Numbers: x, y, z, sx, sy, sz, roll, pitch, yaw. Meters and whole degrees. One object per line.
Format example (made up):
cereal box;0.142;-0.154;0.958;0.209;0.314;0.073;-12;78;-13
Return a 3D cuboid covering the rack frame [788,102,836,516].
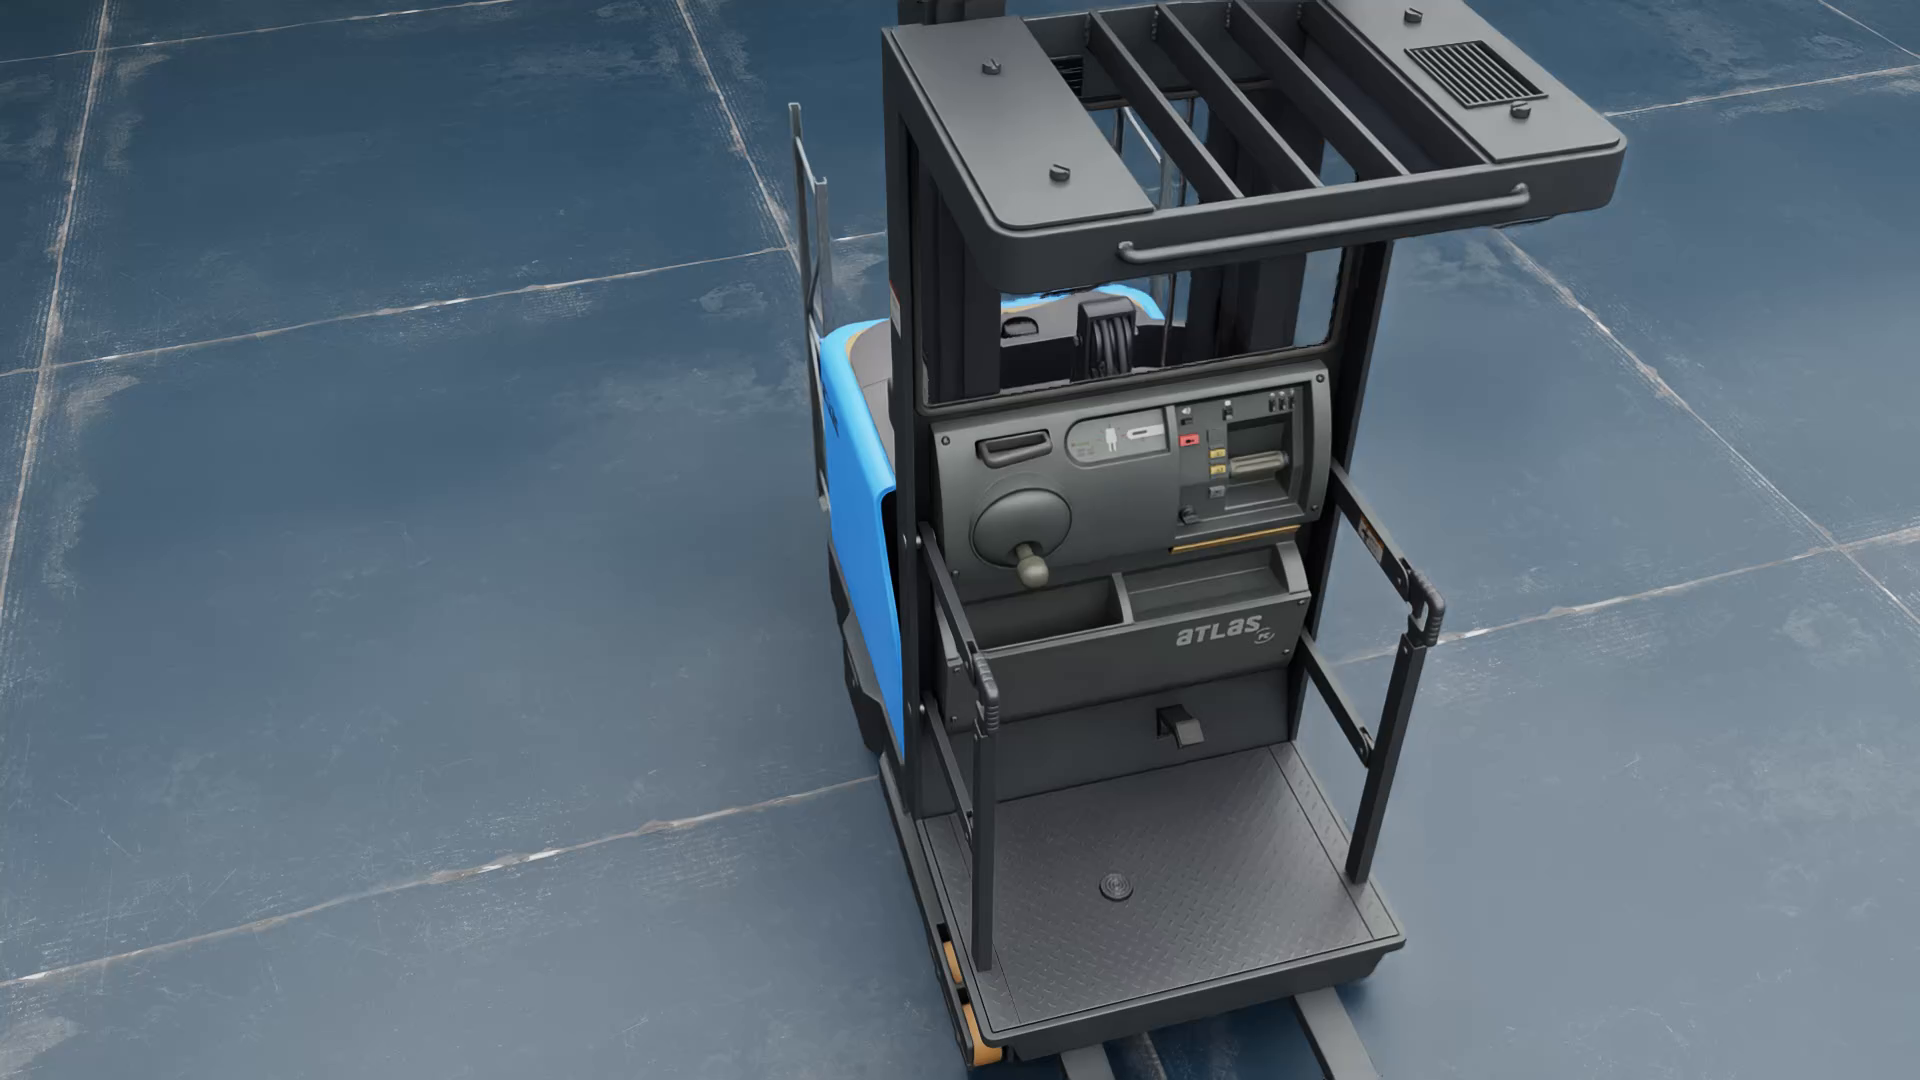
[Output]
rack frame;-0.440;-0.581;5.275;0.032;1.500;0.500;-9;42;-10

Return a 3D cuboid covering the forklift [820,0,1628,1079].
forklift;0.458;-0.063;3.594;1.130;2.935;3.031;-10;42;-11

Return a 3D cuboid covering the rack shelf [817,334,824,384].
rack shelf;0.055;-0.522;5.481;1.000;0.185;0.538;-9;42;-10

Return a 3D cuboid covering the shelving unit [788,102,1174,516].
shelving unit;0.055;-0.657;5.363;1.048;1.500;0.538;-9;42;-10

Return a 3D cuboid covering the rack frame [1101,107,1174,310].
rack frame;0.549;-0.734;5.451;0.032;1.500;0.500;-9;42;-10
